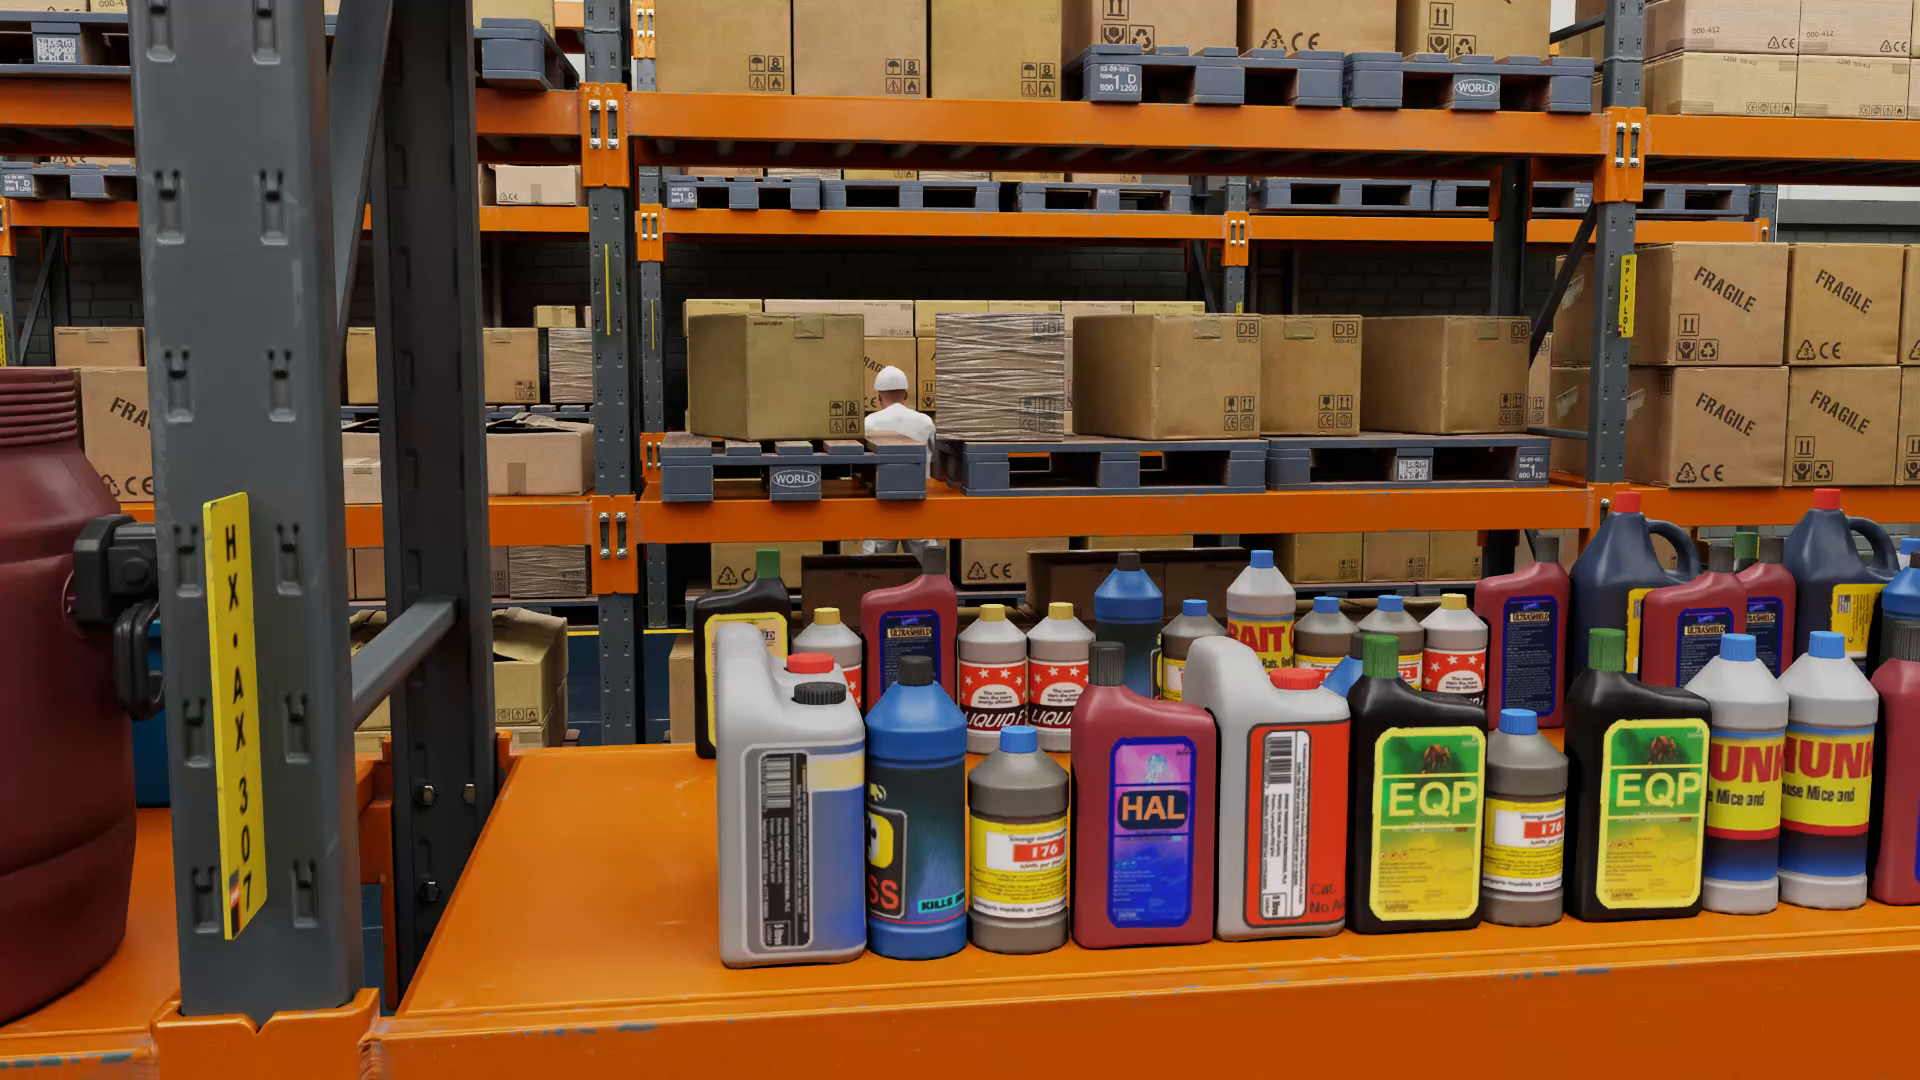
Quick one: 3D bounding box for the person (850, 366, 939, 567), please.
[{"bbox_3d":[-0.373,-0.137,9.858,0.621,1.781,0.445,-1,7,-12],"label":"person"}]
